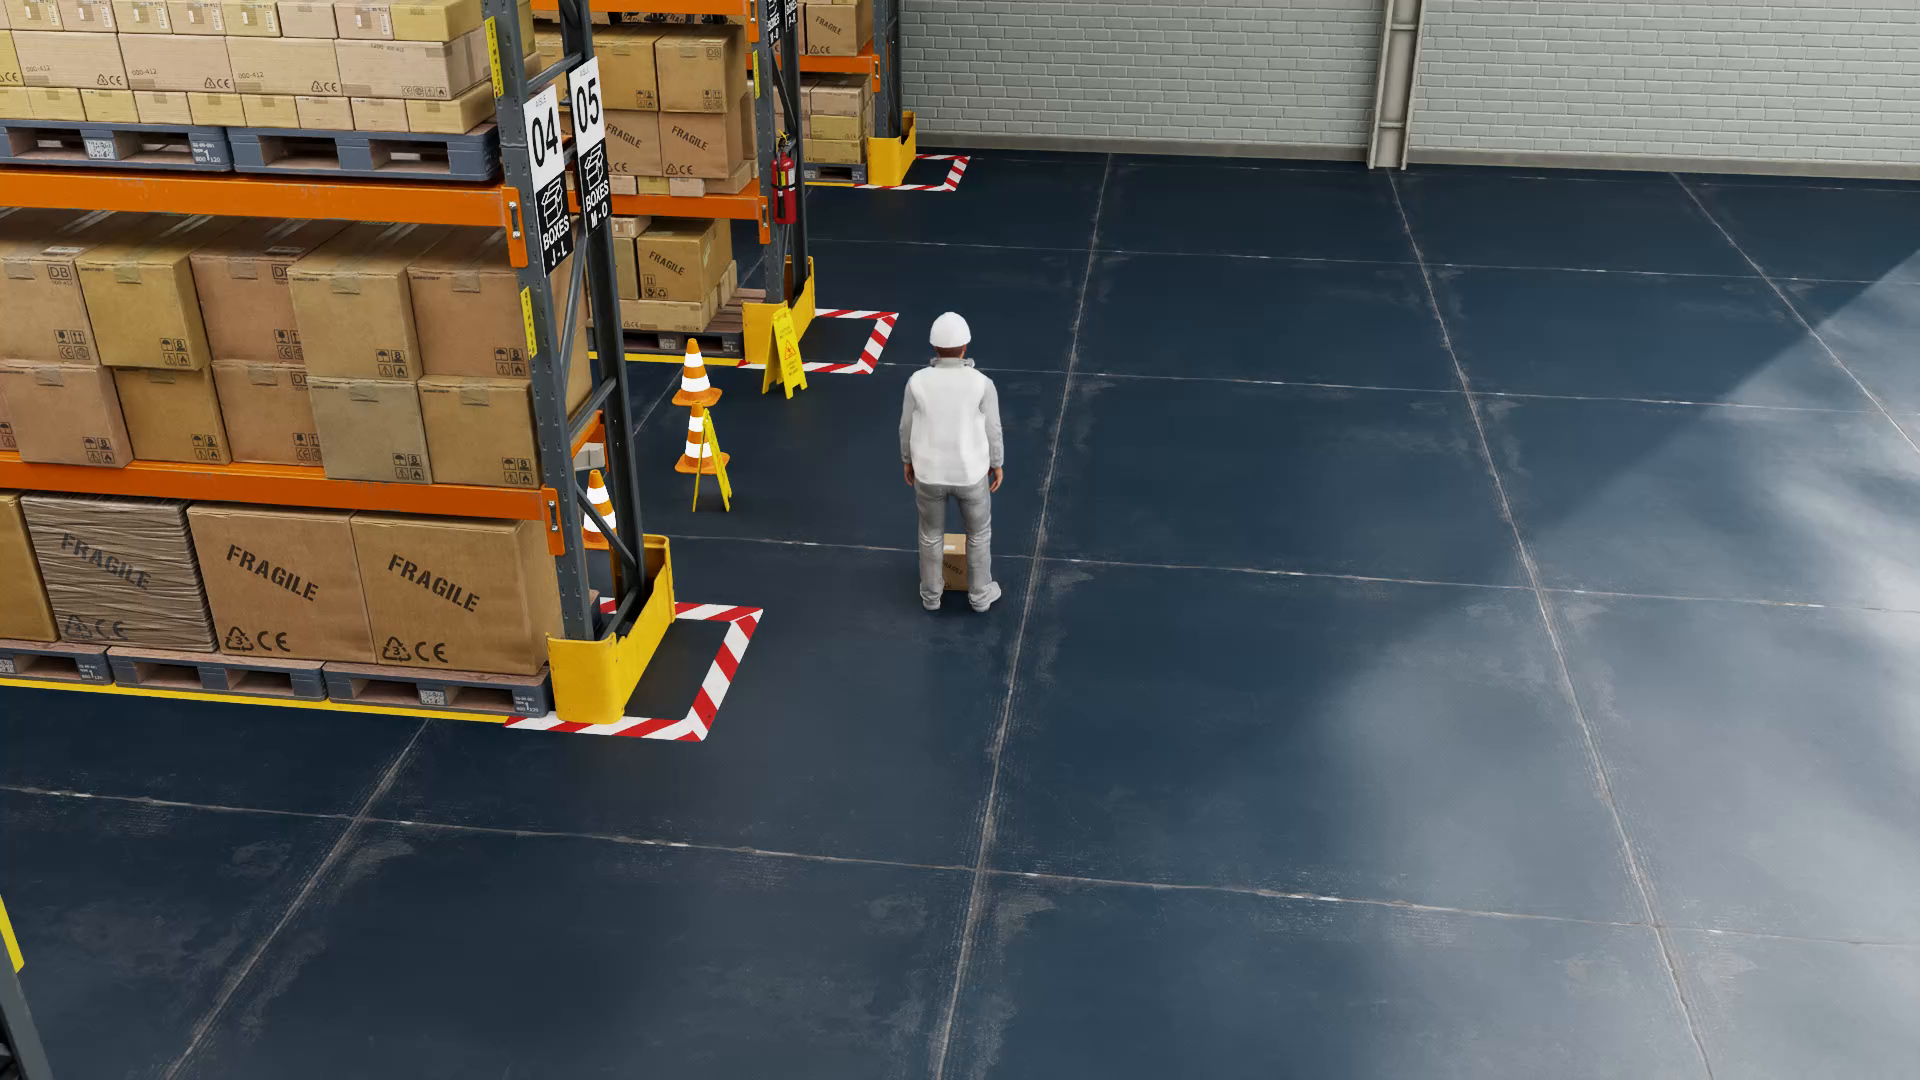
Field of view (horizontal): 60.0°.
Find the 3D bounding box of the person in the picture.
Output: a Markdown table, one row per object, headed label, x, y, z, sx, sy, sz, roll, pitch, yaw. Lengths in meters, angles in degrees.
| label | x | y | z | sx | sy | sz | roll | pitch | yaw |
| --- | --- | --- | --- | --- | --- | --- | --- | --- | --- |
| person | -0.039 | -0.415 | 9.368 | 0.571 | 1.771 | 0.461 | 4 | 28 | 7 |
